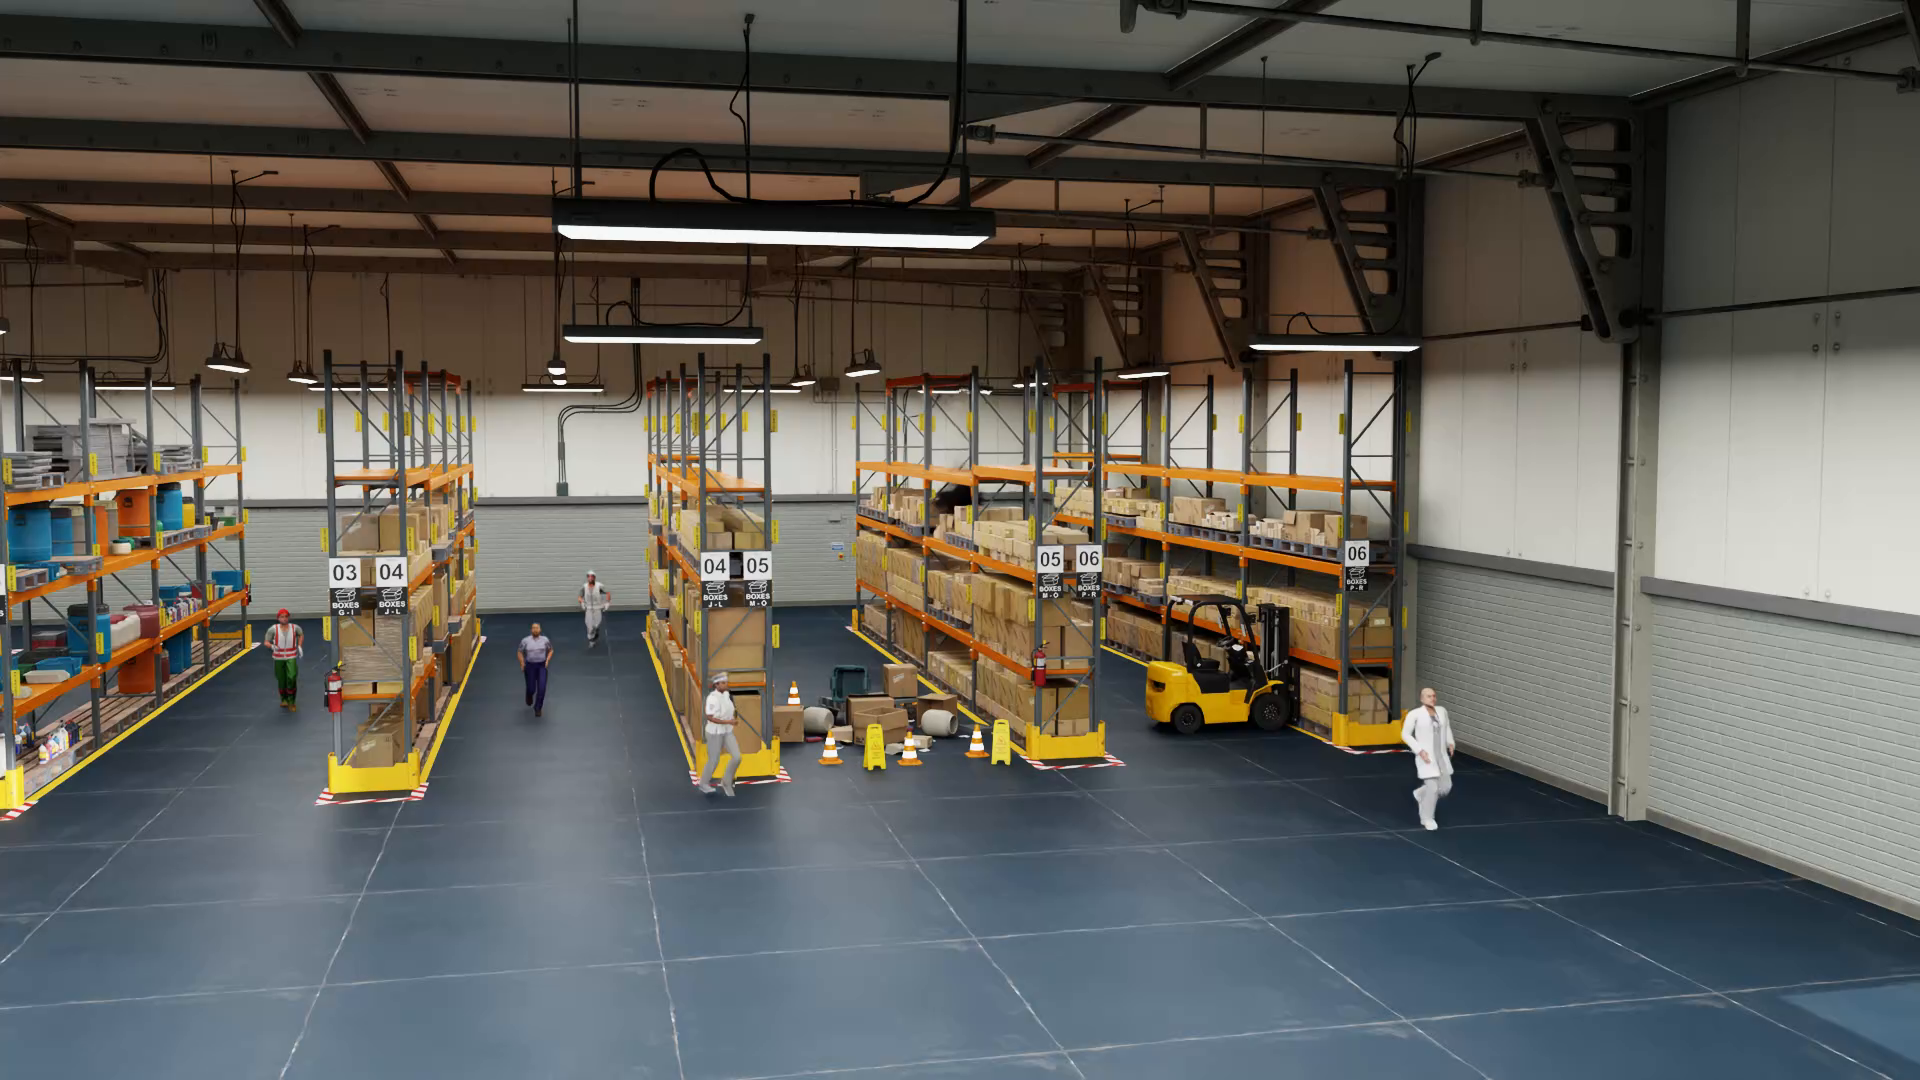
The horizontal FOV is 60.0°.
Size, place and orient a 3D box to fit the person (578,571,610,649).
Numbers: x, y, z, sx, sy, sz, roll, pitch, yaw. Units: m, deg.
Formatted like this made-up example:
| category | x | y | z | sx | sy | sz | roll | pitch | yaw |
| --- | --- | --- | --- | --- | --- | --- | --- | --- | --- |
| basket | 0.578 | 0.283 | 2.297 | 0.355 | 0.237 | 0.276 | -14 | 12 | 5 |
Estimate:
| category | x | y | z | sx | sy | sz | roll | pitch | yaw |
| --- | --- | --- | --- | --- | --- | --- | --- | --- | --- |
| person | -8.175 | 1.557 | 37.118 | 0.691 | 1.742 | 0.661 | 0 | 4 | -3 |

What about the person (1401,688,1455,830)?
| category | x | y | z | sx | sy | sz | roll | pitch | yaw |
| --- | --- | --- | --- | --- | --- | --- | --- | --- | --- |
| person | 5.831 | 2.702 | 20.685 | 0.711 | 1.745 | 0.602 | -1 | 4 | -18 |

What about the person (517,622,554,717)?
| category | x | y | z | sx | sy | sz | roll | pitch | yaw |
| --- | --- | --- | --- | --- | --- | --- | --- | --- | --- |
| person | -7.321 | 2.224 | 28.722 | 0.614 | 1.599 | 0.575 | -1 | 4 | -20 |

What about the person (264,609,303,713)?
| category | x | y | z | sx | sy | sz | roll | pitch | yaw |
| --- | --- | --- | --- | --- | --- | --- | --- | --- | --- |
| person | -11.772 | 2.102 | 28.971 | 0.636 | 1.823 | 0.763 | -2 | 4 | -21 |

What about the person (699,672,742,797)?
| category | x | y | z | sx | sy | sz | roll | pitch | yaw |
| --- | --- | --- | --- | --- | --- | --- | --- | --- | --- |
| person | -3.192 | 2.624 | 22.316 | 0.714 | 1.745 | 0.596 | 3 | 5 | 34 |
